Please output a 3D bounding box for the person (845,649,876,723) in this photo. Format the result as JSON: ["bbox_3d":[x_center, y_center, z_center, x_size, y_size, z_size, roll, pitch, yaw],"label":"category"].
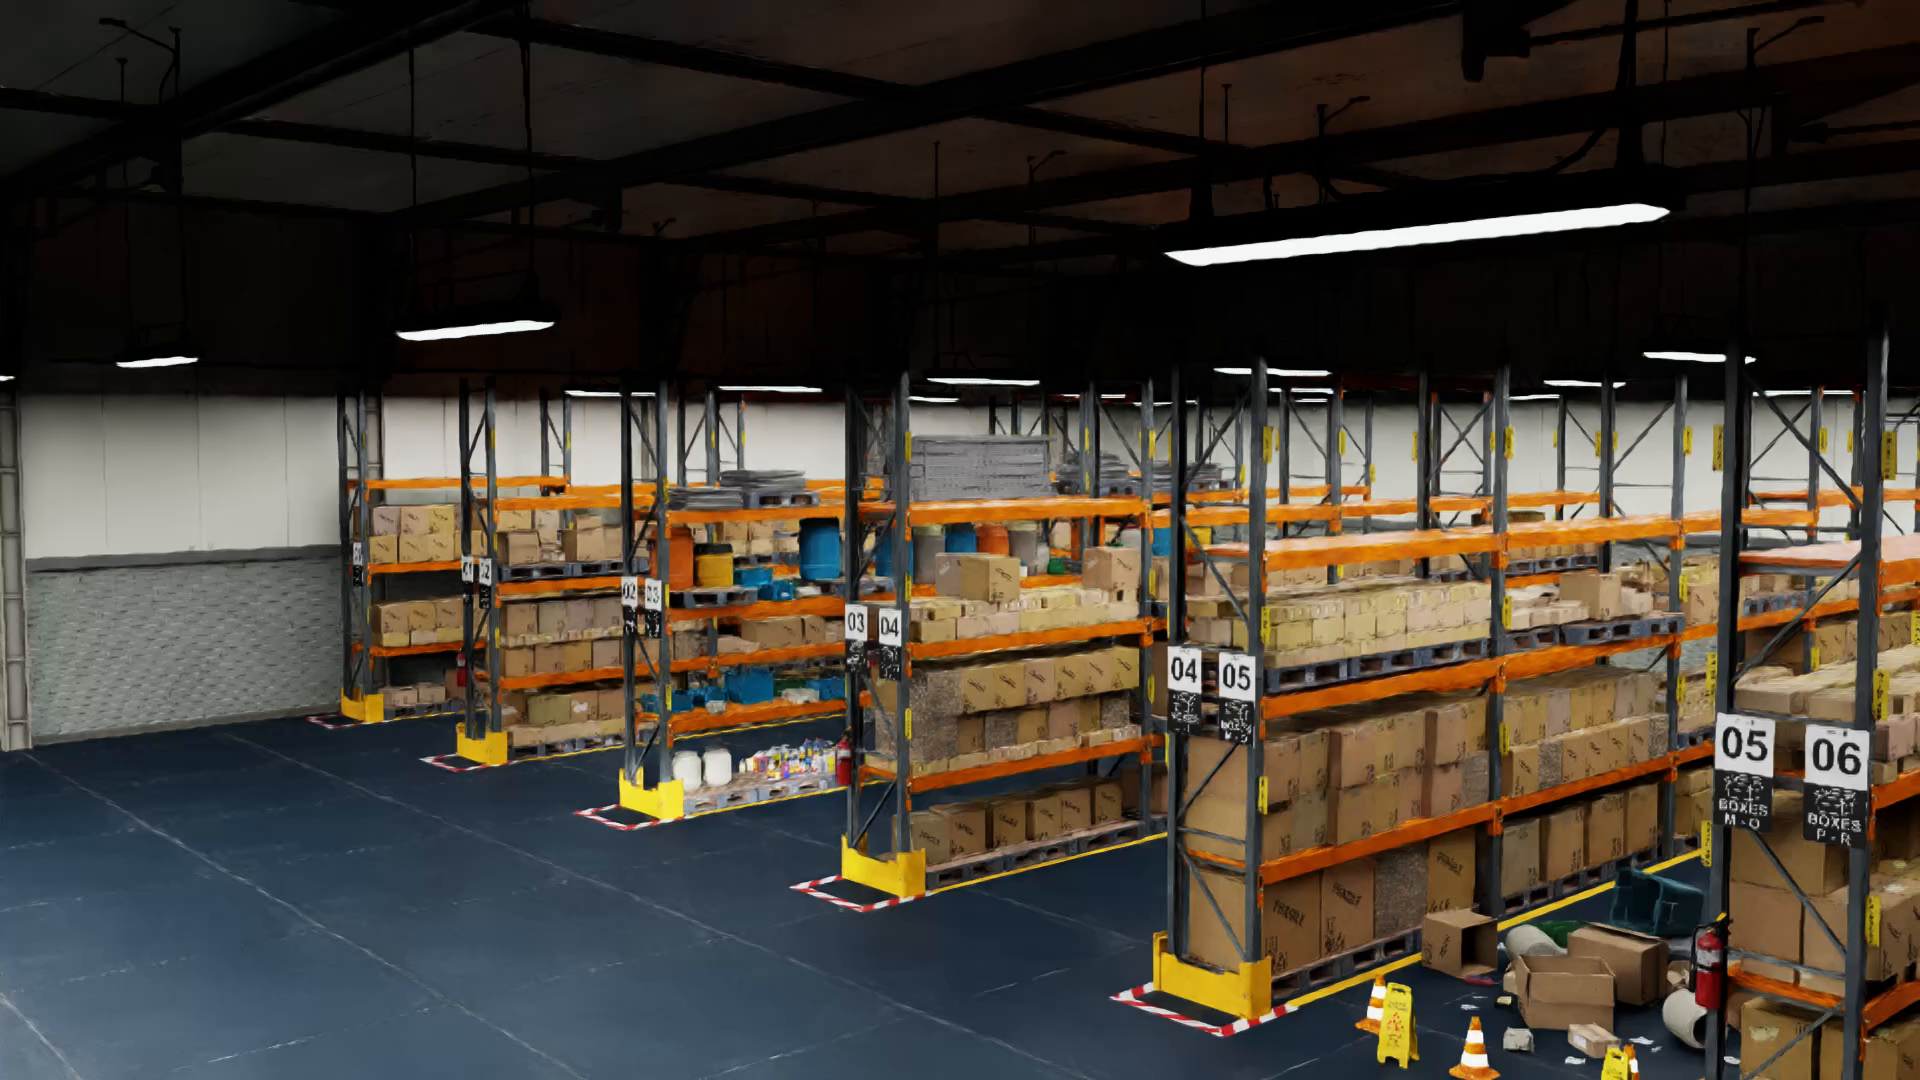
[{"bbox_3d":[-1.735,2.396,28.929,0.535,1.708,1.036,3,5,39],"label":"person"}]

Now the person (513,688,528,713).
[{"bbox_3d":[-7.984,2.335,29.919,0.728,1.722,0.852,2,4,29],"label":"person"}]
